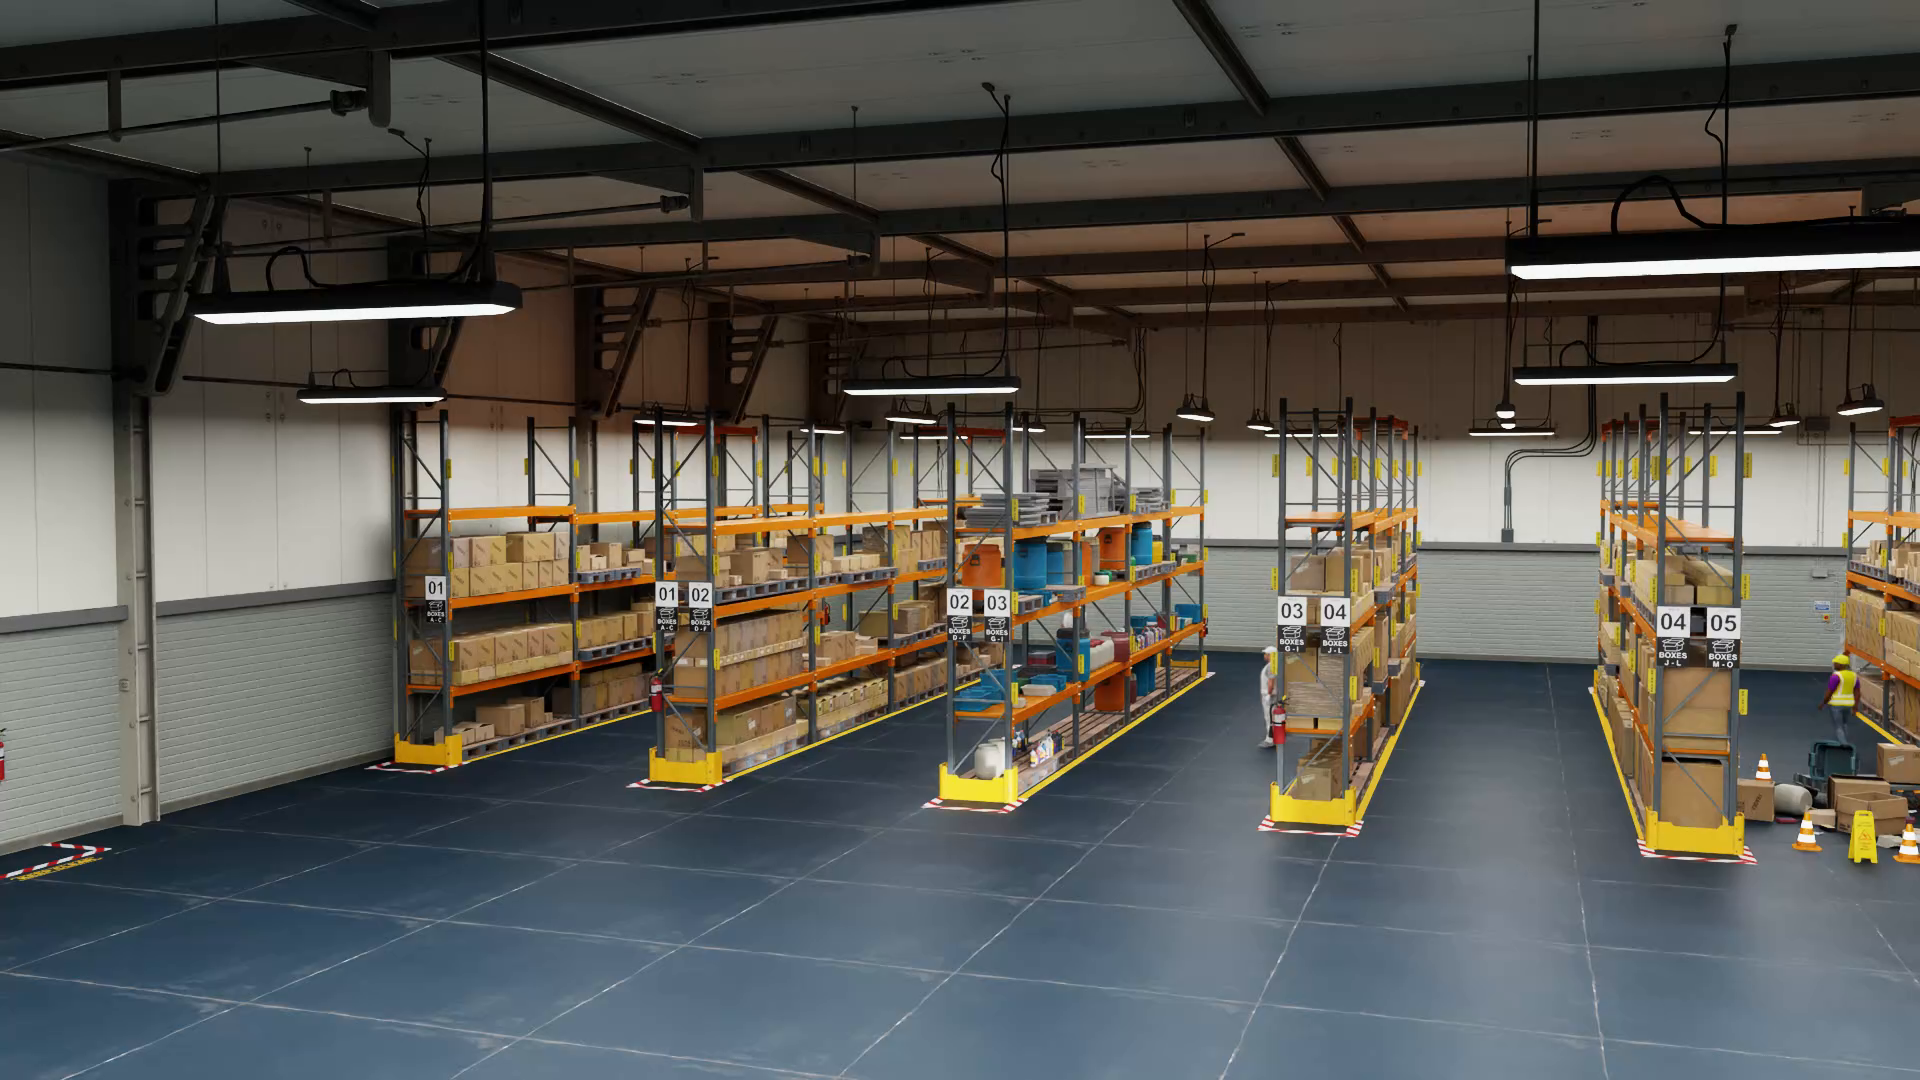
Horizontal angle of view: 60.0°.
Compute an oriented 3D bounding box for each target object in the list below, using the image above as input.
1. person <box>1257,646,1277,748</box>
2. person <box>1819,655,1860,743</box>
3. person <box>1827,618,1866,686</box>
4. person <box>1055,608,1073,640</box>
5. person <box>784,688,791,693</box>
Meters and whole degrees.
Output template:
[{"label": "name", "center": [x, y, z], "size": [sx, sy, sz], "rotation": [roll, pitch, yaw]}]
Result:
[{"label": "person", "center": [5.559, 2.817, 30.038], "size": [0.414, 1.793, 0.576], "rotation": [0, 2, 3]}, {"label": "person", "center": [15.239, 2.886, 28.767], "size": [0.635, 1.807, 0.608], "rotation": [0, 2, 3]}, {"label": "person", "center": [20.258, 2.559, 37.869], "size": [0.908, 1.610, 0.455], "rotation": [0, 2, 1]}, {"label": "person", "center": [2.660, 2.367, 40.597], "size": [0.644, 1.711, 0.975], "rotation": [1, 3, 25]}, {"label": "person", "center": [-3.624, 2.727, 34.022], "size": [0.384, 1.725, 0.549], "rotation": [1, 3, 25]}]
